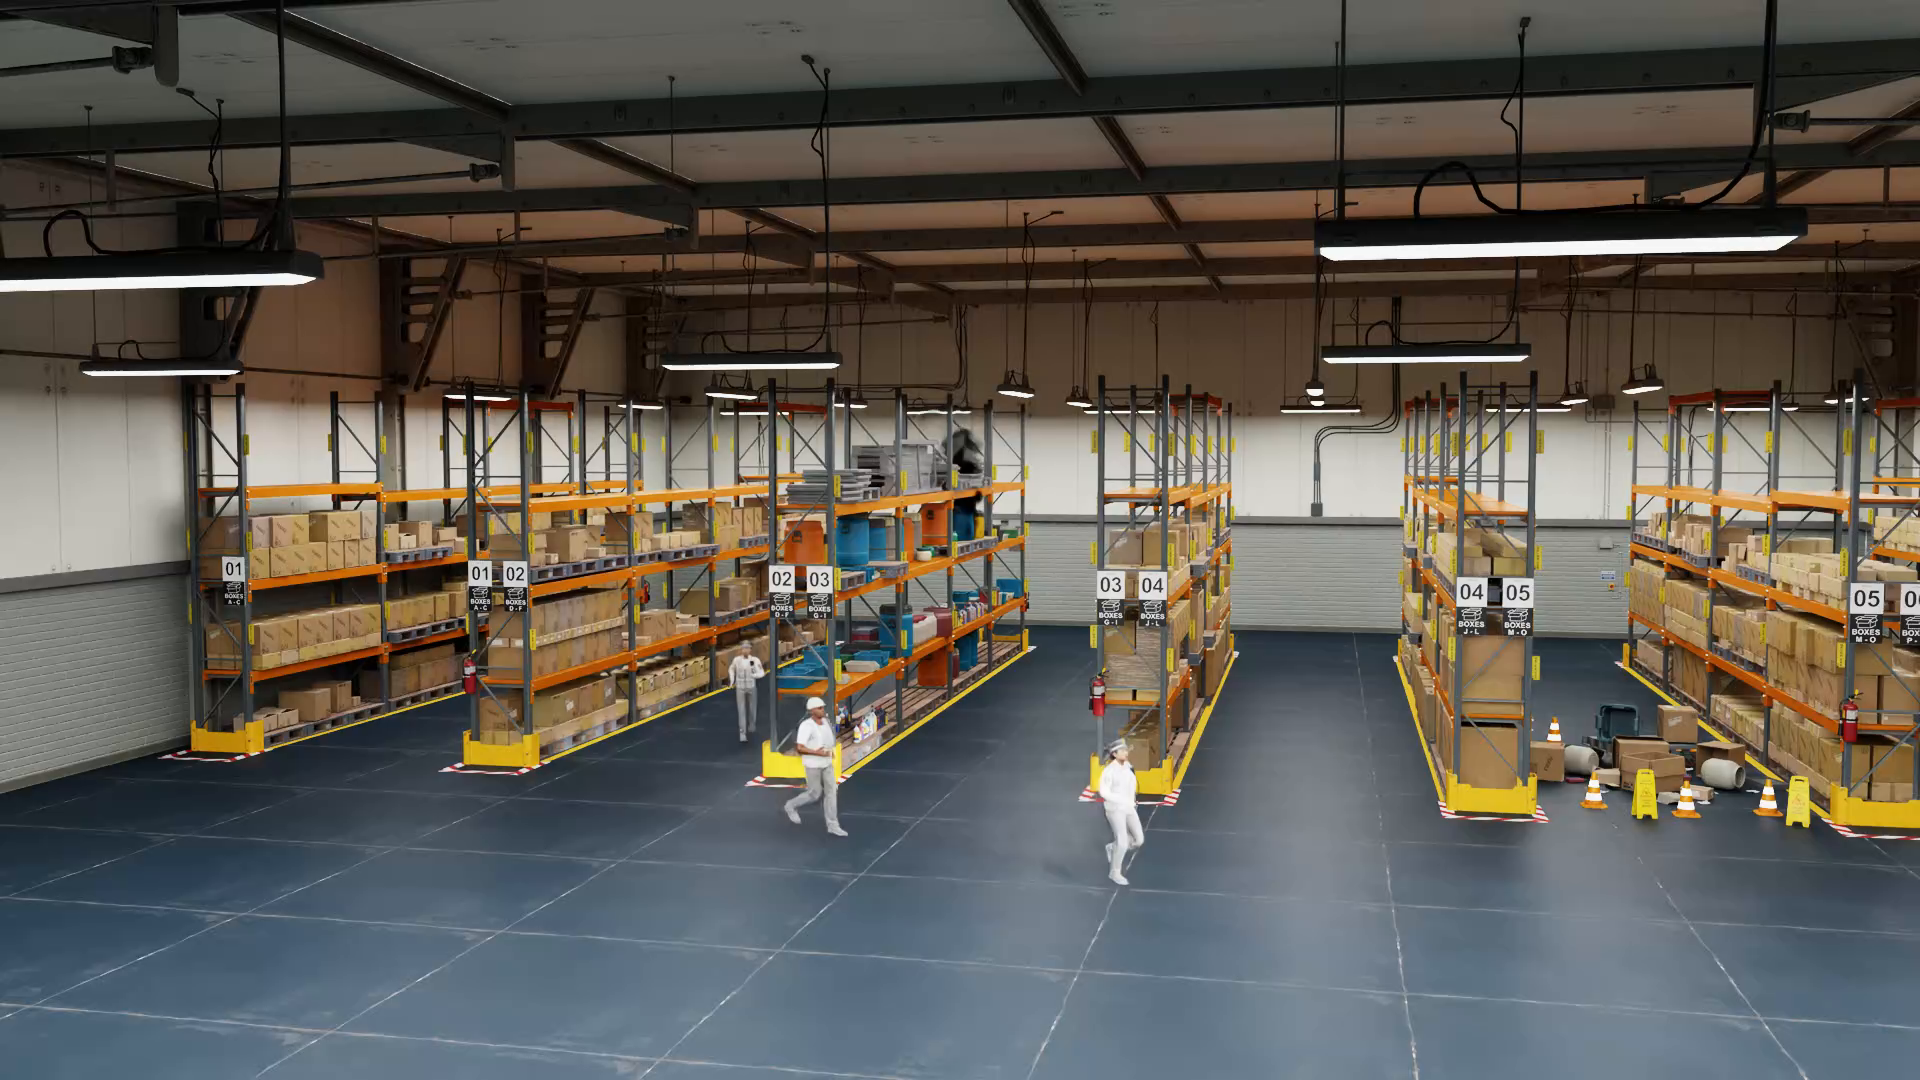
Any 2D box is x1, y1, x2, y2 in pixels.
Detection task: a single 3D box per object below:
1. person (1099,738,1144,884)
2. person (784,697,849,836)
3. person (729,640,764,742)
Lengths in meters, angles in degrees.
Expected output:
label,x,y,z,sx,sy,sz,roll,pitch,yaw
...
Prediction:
label,x,y,z,sx,sy,sz,roll,pitch,yaw
person,1.848,3.089,19.026,0.561,1.661,0.658,3,5,45
person,-1.841,2.893,21.343,0.952,1.762,0.702,2,4,33
person,-3.625,2.527,28.220,0.614,1.671,0.937,0,3,-5
